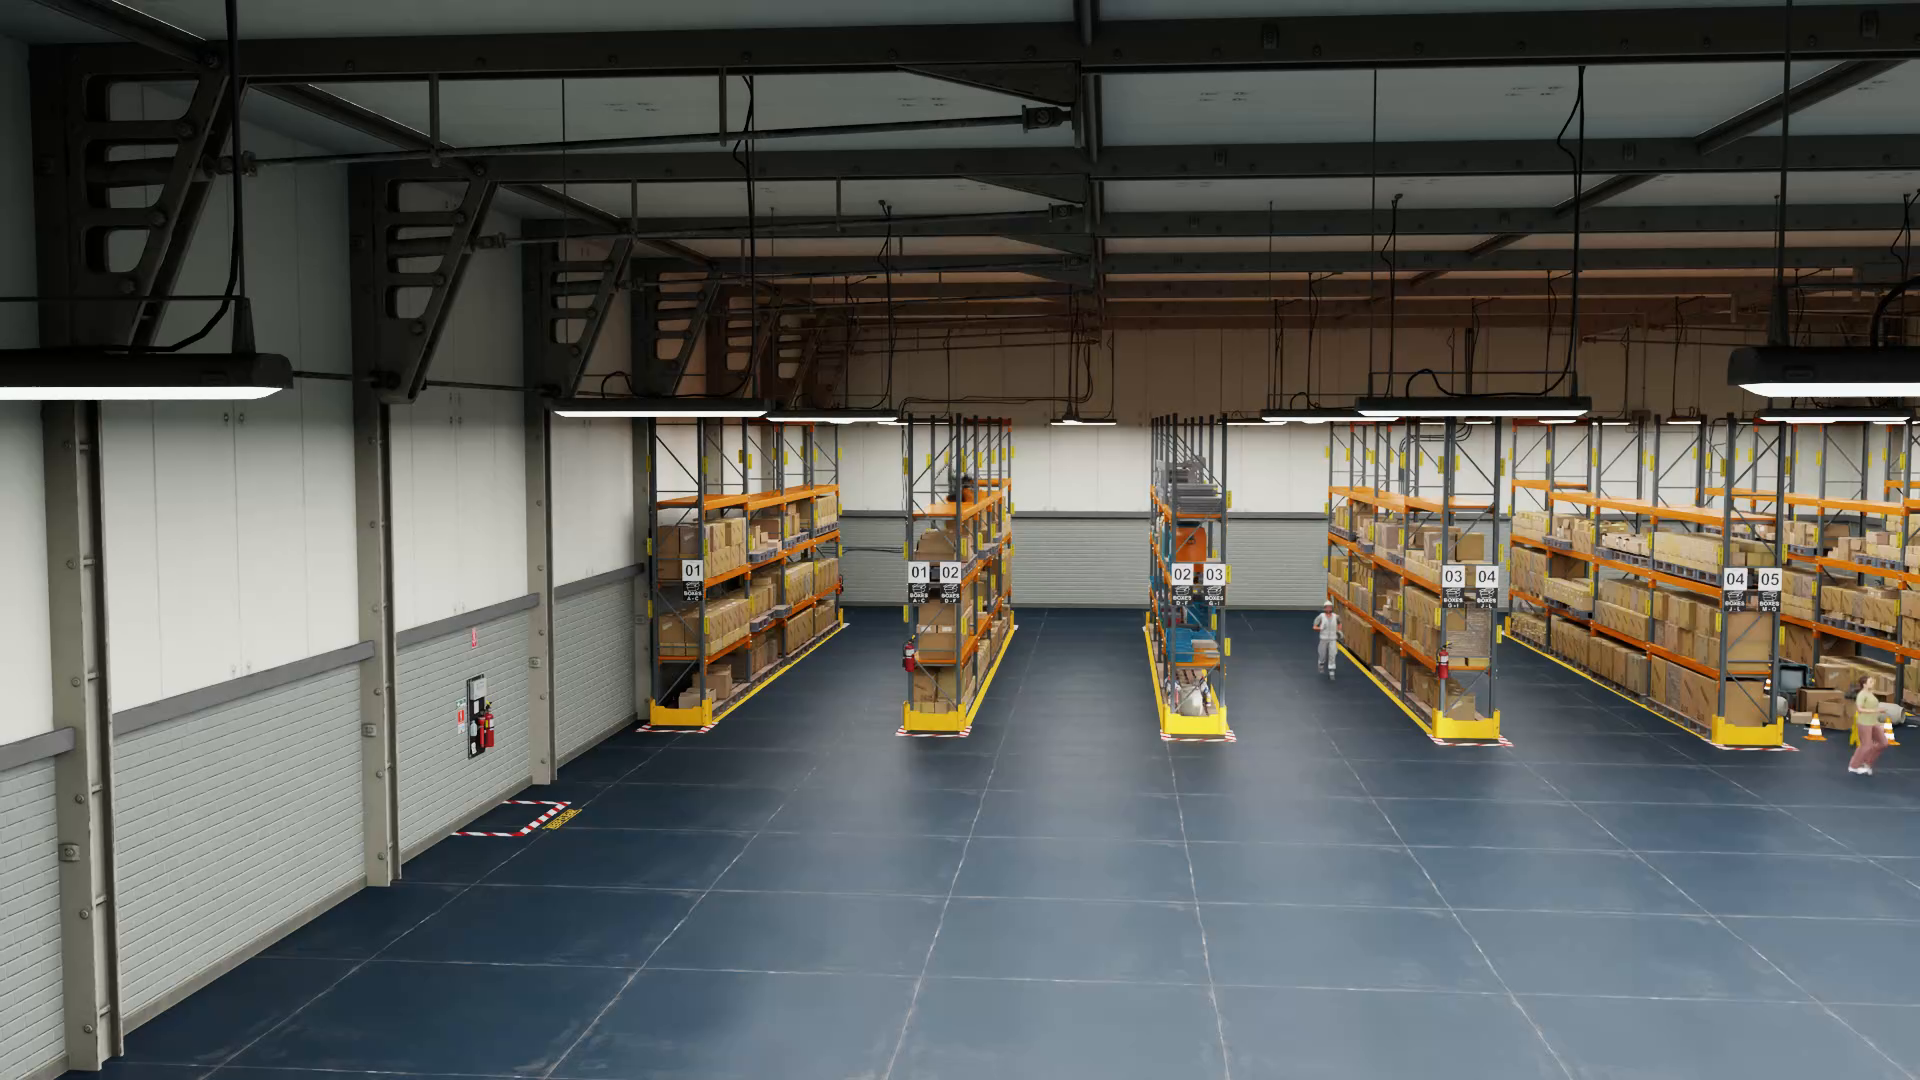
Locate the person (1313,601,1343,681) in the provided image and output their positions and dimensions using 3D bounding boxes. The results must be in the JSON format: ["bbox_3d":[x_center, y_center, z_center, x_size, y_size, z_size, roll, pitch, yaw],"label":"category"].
[{"bbox_3d":[8.357,2.268,37.764,0.668,1.764,0.998,0,4,5],"label":"person"}]

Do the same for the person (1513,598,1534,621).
[{"bbox_3d":[16.029,1.660,47.154,0.966,1.773,0.705,2,4,28],"label":"person"}]

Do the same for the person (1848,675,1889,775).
[{"bbox_3d":[14.971,3.036,27.372,0.562,1.631,0.600,-3,5,-36],"label":"person"}]
